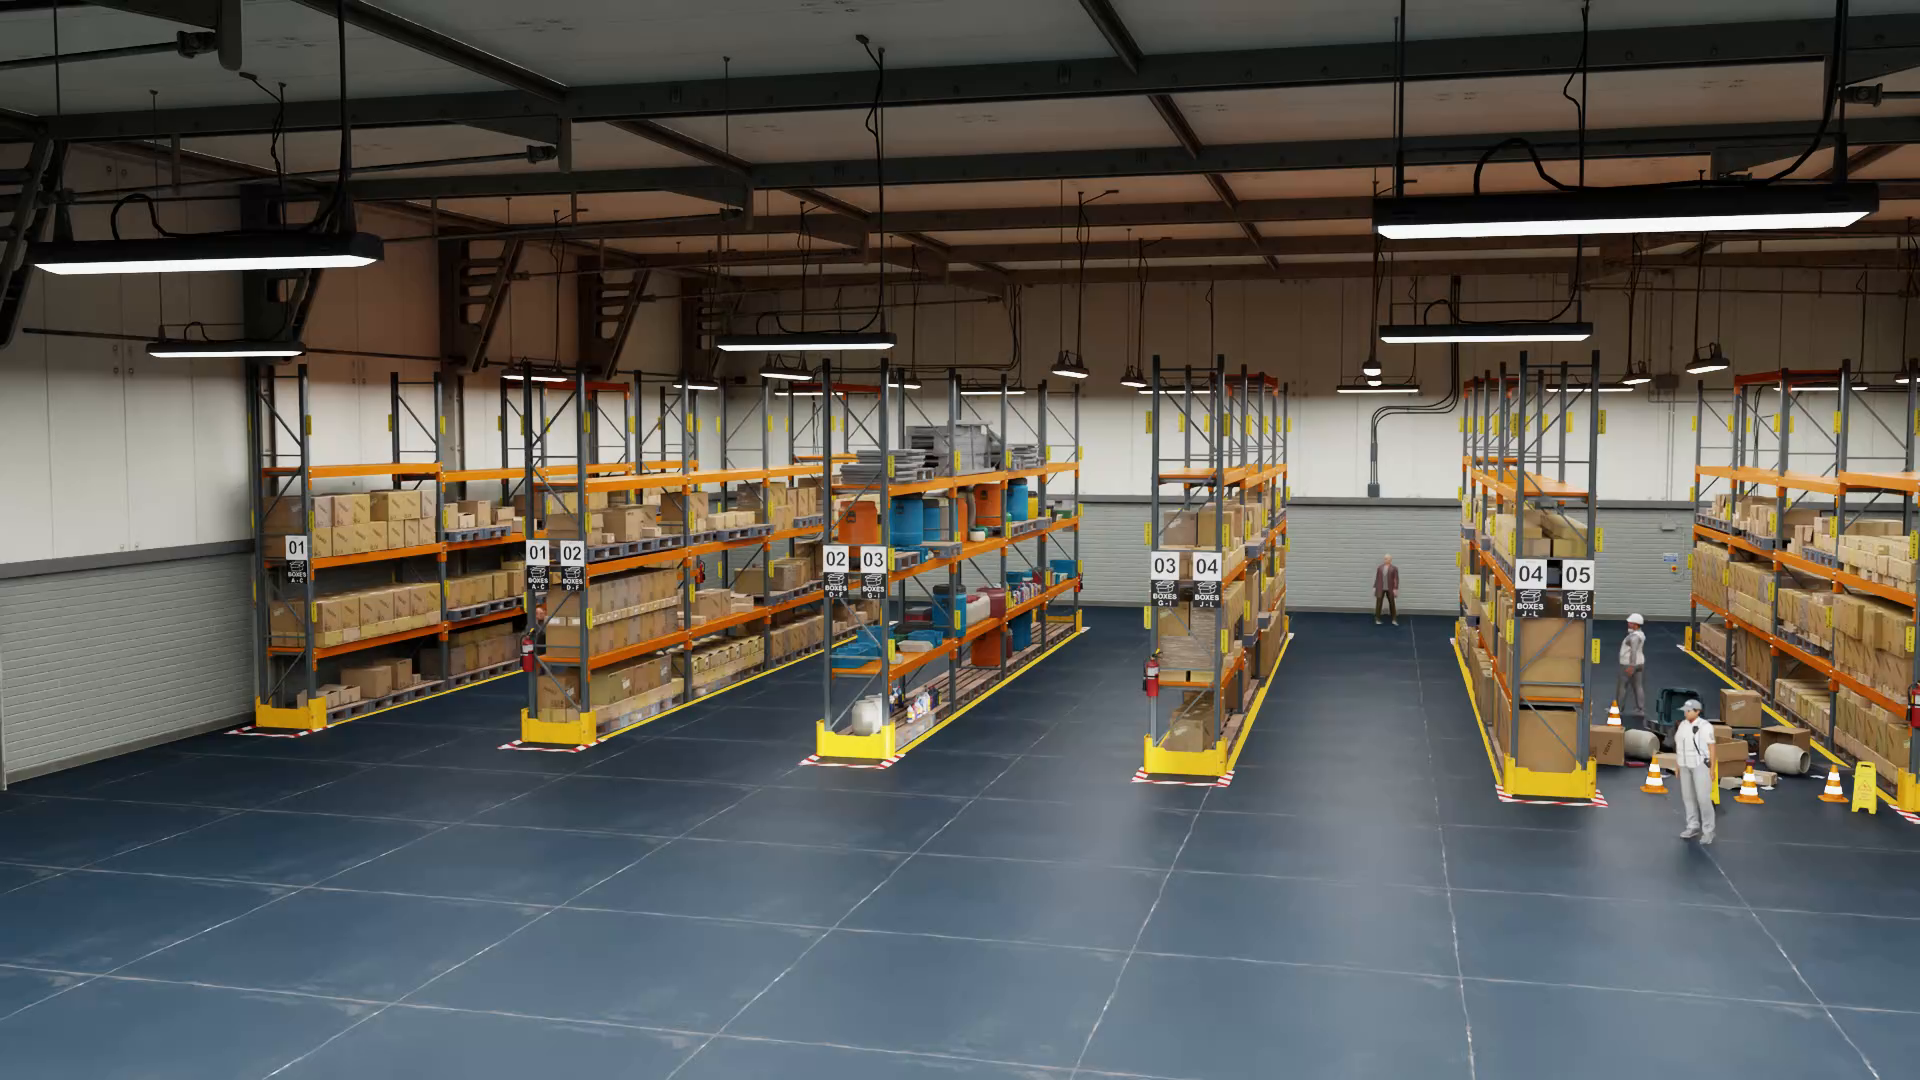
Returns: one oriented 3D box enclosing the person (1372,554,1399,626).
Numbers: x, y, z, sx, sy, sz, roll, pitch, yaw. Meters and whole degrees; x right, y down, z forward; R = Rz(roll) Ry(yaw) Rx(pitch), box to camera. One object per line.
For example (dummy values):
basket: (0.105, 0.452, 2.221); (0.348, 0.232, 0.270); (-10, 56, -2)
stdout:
person: (10.678, 1.257, 41.688); (0.647, 1.784, 0.503); (1, 4, 12)

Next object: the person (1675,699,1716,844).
person: (8.939, 2.793, 20.174); (0.390, 1.706, 0.592); (-2, 4, -25)

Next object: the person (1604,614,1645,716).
person: (11.561, 2.140, 28.713); (0.511, 1.765, 0.682); (-2, 5, -31)

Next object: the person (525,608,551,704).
person: (-7.580, 2.109, 30.091); (0.578, 1.779, 0.401); (-4, 5, -42)

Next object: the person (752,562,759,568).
person: (-4.946, 1.375, 40.693); (0.415, 1.663, 0.482); (2, 4, 27)
